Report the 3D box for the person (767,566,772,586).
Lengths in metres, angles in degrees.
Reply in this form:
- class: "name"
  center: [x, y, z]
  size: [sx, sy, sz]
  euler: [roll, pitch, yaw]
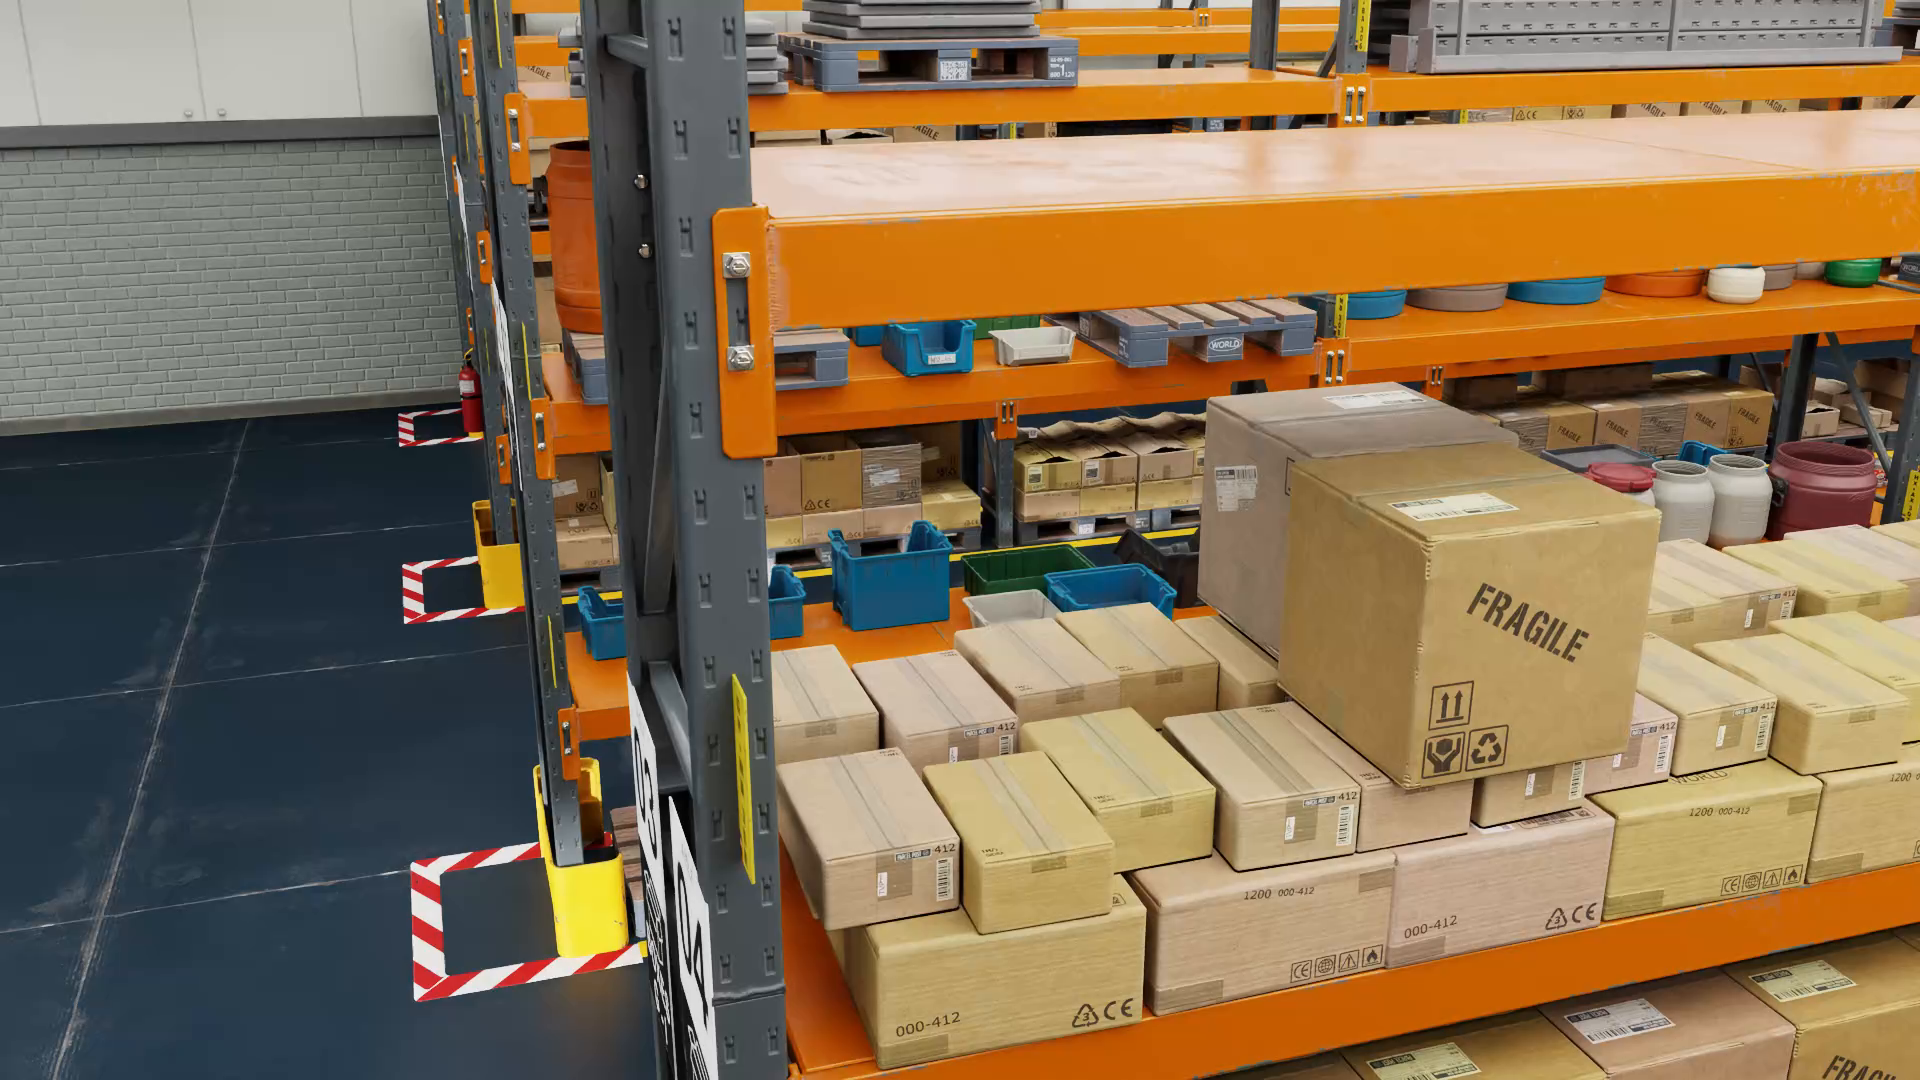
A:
- class: "person"
  center: [-1.579, 0.529, 11.519]
  size: [0.917, 0.775, 0.494]
  euler: [-7, 21, -19]
